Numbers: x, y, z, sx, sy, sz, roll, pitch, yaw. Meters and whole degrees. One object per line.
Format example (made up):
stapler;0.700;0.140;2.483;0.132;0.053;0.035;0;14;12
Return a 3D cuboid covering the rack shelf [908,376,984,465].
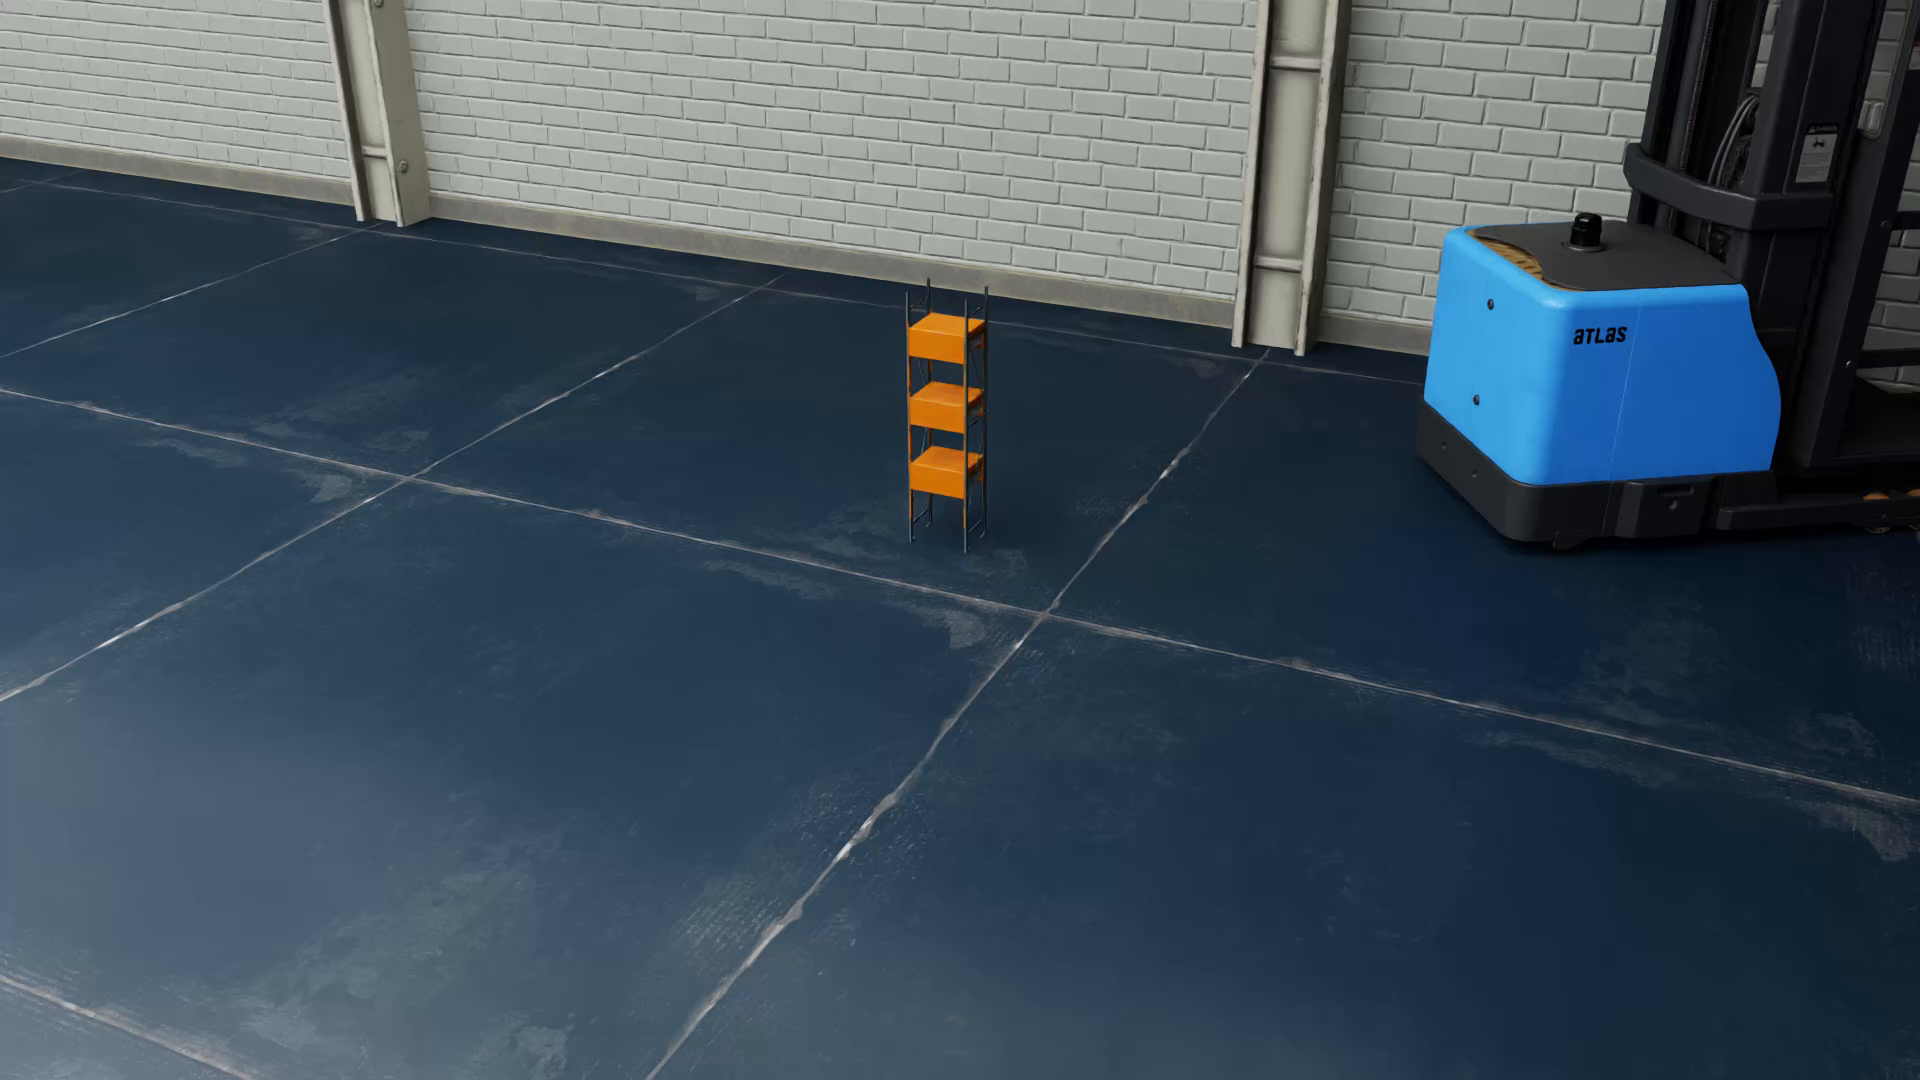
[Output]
rack shelf;-0.049;-0.471;6.543;0.240;0.259;0.215;11;28;22

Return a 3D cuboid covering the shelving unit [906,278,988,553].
shelving unit;-0.049;-0.481;6.538;0.252;1.050;0.215;11;28;22

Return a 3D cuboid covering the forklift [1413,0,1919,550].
forklift;3.585;-1.568;6.617;3.031;2.935;1.130;-4;27;-8

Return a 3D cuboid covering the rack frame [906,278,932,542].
rack frame;-0.160;-0.503;6.583;0.008;1.050;0.200;11;28;22

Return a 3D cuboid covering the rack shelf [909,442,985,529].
rack shelf;-0.049;-0.222;6.665;0.240;0.259;0.215;11;28;22

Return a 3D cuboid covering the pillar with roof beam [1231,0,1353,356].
pillar with roof beam;-0.095;-3.364;3.394;0.400;9.000;9.100;11;28;22

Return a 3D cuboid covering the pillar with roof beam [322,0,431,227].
pillar with roof beam;-5.557;-4.461;5.622;0.400;9.000;9.100;11;28;22

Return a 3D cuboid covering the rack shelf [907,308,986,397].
rack shelf;-0.049;-0.726;6.417;0.240;0.259;0.215;11;28;22

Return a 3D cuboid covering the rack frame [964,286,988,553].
rack frame;0.062;-0.458;6.493;0.008;1.050;0.200;11;28;22
